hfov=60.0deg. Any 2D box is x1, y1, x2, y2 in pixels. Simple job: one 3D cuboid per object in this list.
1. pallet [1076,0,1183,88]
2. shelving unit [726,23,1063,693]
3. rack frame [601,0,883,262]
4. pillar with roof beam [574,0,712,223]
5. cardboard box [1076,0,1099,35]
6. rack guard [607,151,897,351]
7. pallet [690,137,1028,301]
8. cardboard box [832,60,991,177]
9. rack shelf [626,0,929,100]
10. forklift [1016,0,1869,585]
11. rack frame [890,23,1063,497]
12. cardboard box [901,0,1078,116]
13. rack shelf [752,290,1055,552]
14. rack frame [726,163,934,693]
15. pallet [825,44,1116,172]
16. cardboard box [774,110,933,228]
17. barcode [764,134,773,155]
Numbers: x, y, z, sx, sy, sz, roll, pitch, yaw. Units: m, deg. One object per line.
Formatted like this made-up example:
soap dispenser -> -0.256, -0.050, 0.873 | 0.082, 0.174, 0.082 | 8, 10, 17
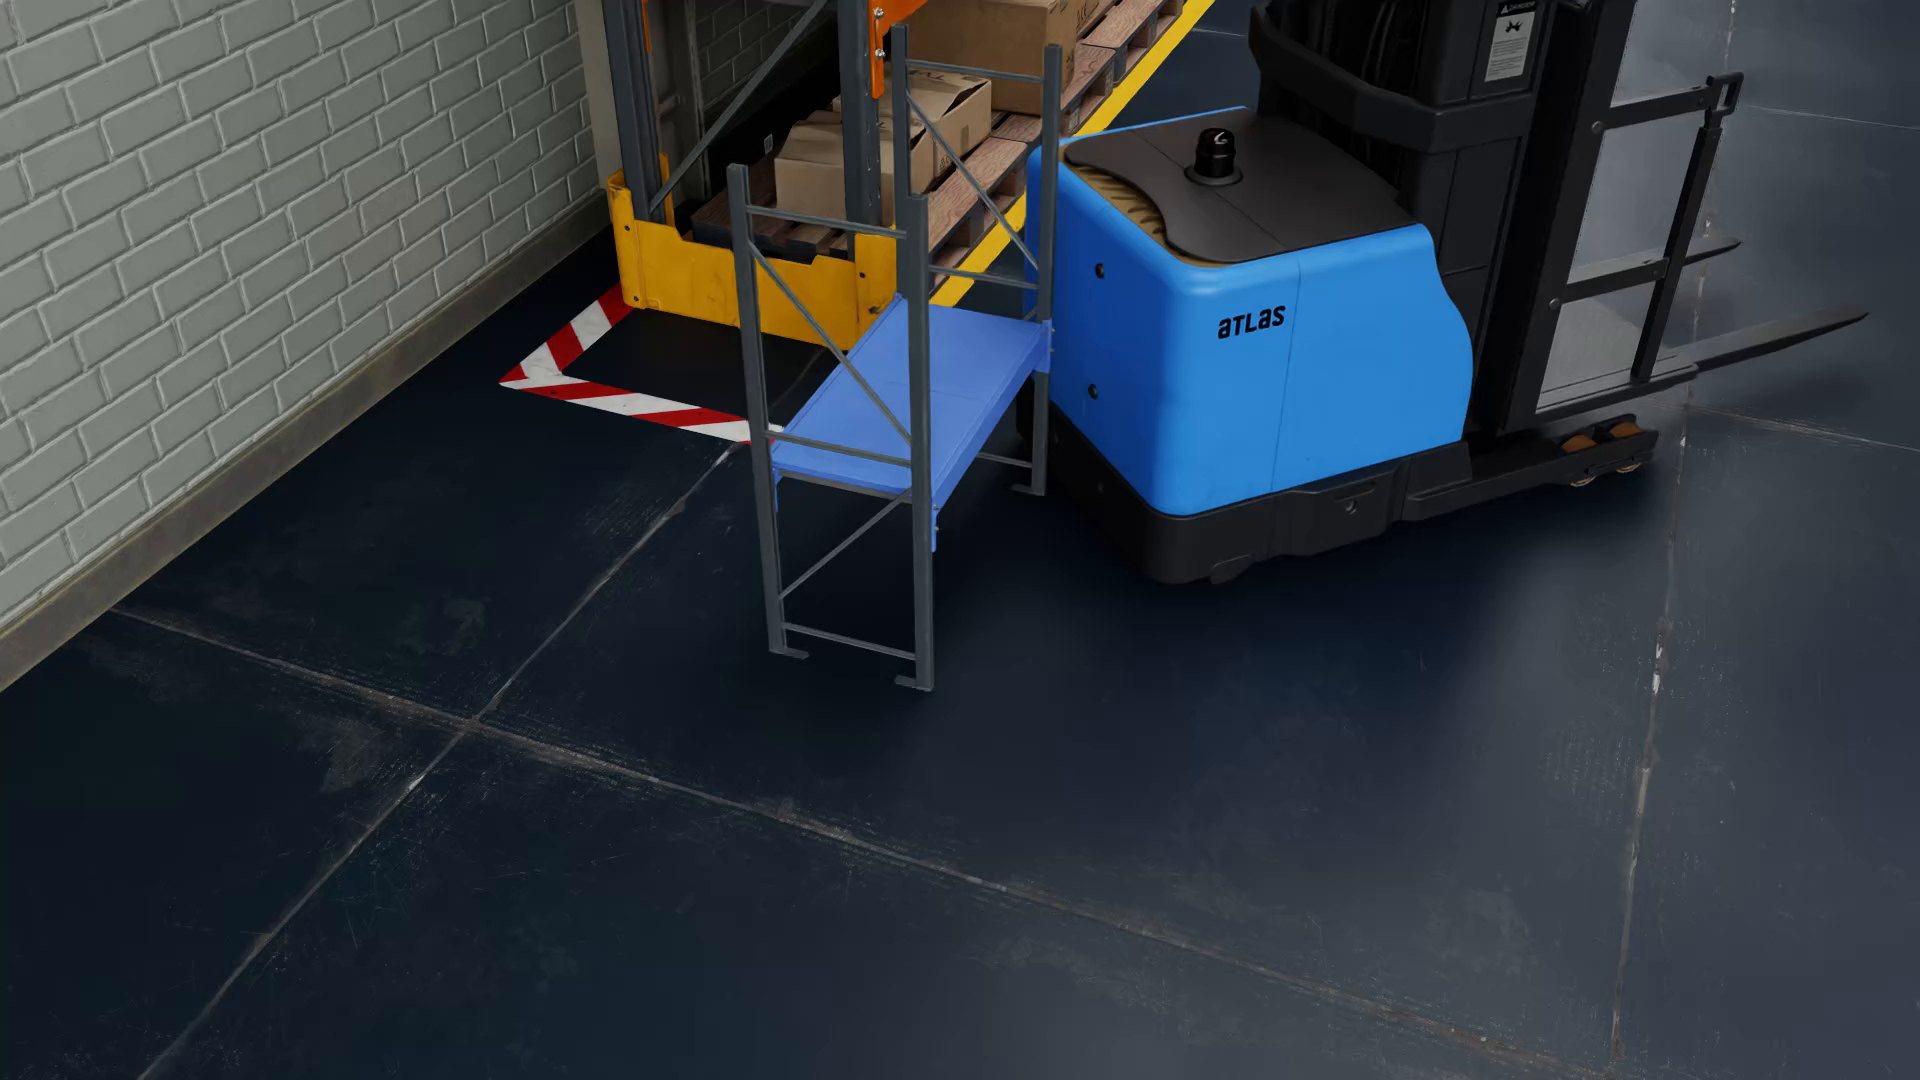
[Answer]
pallet -> 0.536, -2.763, 8.770 | 1.003, 0.211, 1.213 | 14, 39, 18
shelving unit -> -0.135, -0.517, 4.689 | 0.538, 1.500, 1.048 | 13, 39, 16
rack frame -> -0.763, -2.045, 5.480 | 1.000, 3.000, 0.127 | 14, 39, 18
pillar with roof beam -> 2.685, -4.052, 3.155 | 9.100, 9.000, 0.400 | 14, 39, 18
cardboard box -> 0.401, -2.851, 8.279 | 0.500, 0.500, 0.500 | 11, 38, 14
rack guard -> -0.734, -1.086, 6.285 | 1.175, 0.500, 0.348 | 14, 39, 18
pallet -> -0.392, -1.412, 6.963 | 1.003, 0.211, 1.213 | 14, 39, 18
cardboard box -> -0.199, -1.822, 7.061 | 0.500, 0.311, 0.500 | 17, 40, 21
rack shelf -> -0.002, -2.864, 7.177 | 1.077, 0.370, 4.000 | 14, 39, 18
forklift -> 1.751, -1.624, 4.974 | 3.031, 2.935, 1.130 | -15, 39, -19
rack frame -> 0.043, -0.802, 5.071 | 0.500, 1.500, 0.032 | 13, 39, 16
cardboard box -> 0.126, -2.293, 7.533 | 0.700, 0.500, 0.500 | 11, 38, 15
rack shelf -> -0.135, -0.373, 4.797 | 0.538, 0.185, 1.000 | 13, 39, 16
rack frame -> -0.313, -0.232, 4.308 | 0.500, 1.500, 0.032 | 13, 39, 16
pallet -> 0.074, -2.085, 7.863 | 1.003, 0.211, 1.213 | 14, 39, 18
cardboard box -> -0.416, -1.507, 6.639 | 0.500, 0.311, 0.500 | 10, 38, 13
barcode -> -0.779, -1.612, 6.771 | 0.001, 0.075, 0.075 | 14, 39, 18
